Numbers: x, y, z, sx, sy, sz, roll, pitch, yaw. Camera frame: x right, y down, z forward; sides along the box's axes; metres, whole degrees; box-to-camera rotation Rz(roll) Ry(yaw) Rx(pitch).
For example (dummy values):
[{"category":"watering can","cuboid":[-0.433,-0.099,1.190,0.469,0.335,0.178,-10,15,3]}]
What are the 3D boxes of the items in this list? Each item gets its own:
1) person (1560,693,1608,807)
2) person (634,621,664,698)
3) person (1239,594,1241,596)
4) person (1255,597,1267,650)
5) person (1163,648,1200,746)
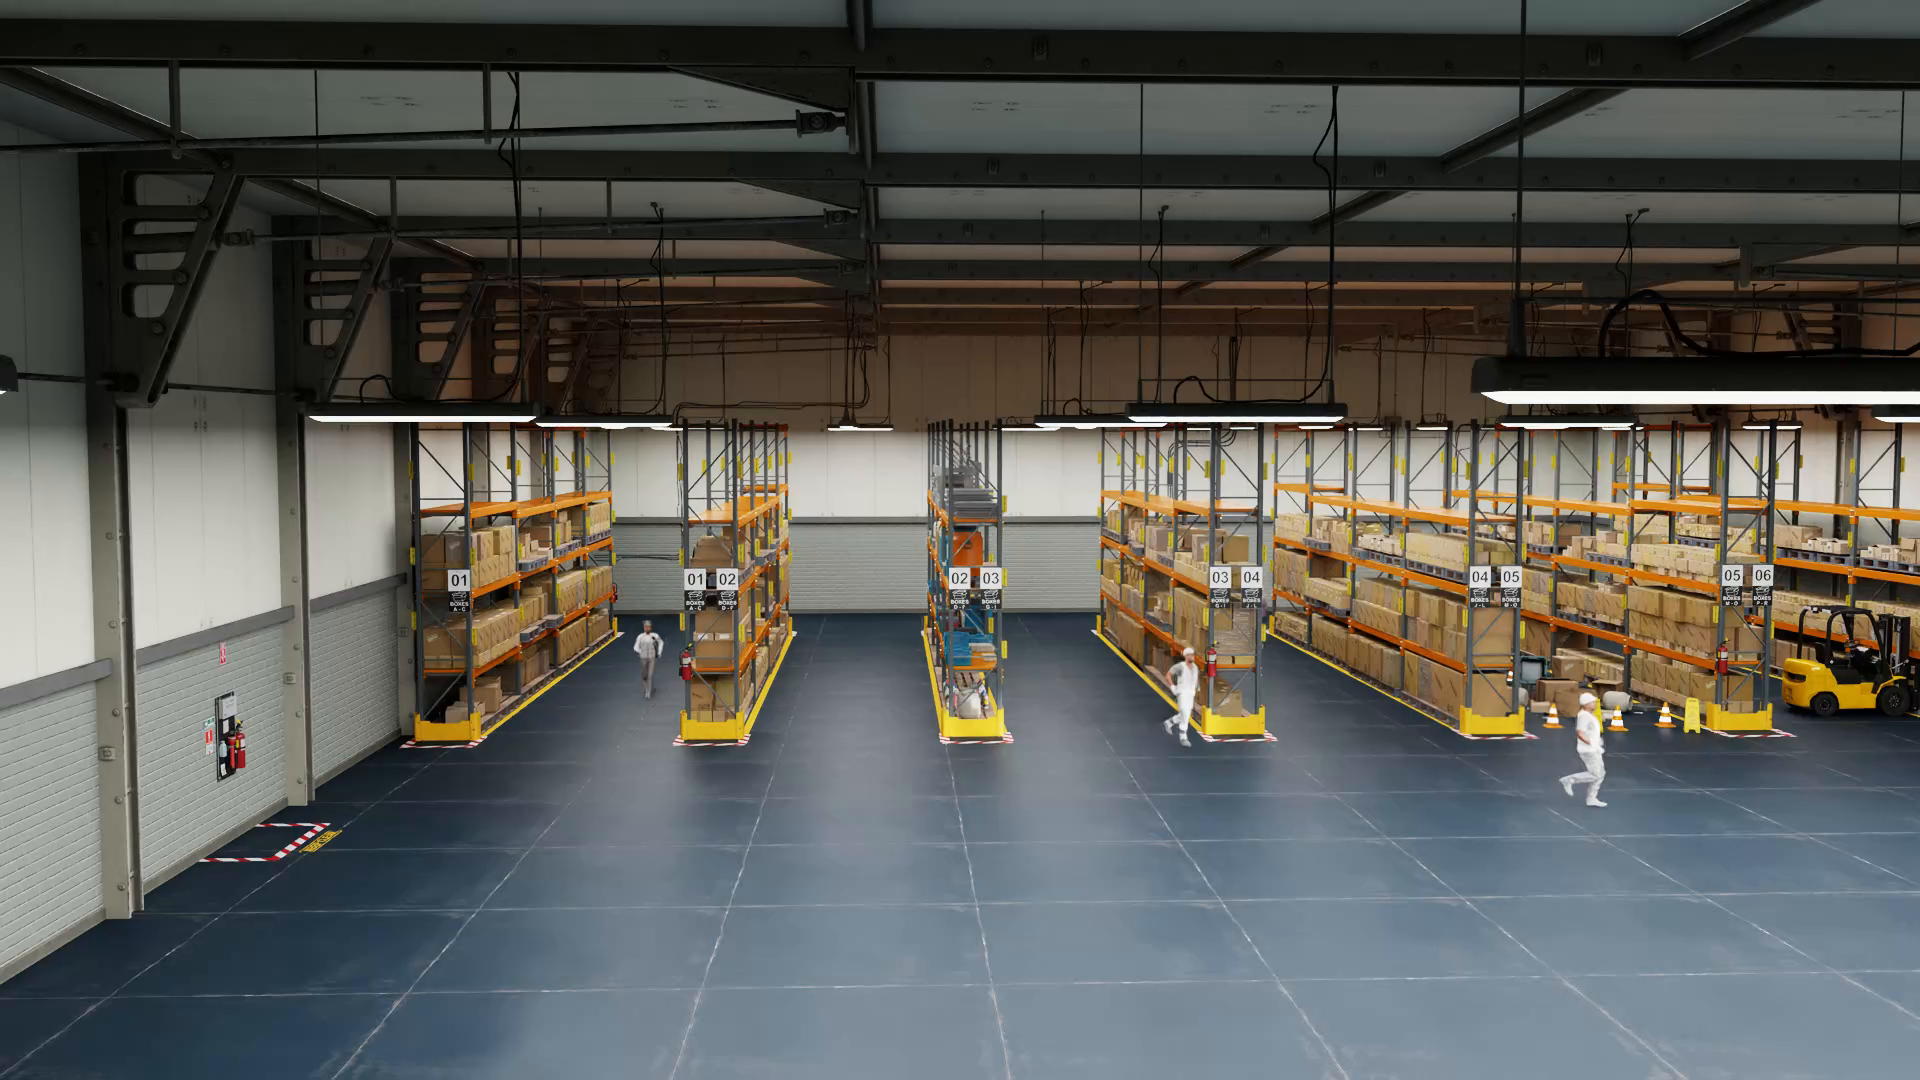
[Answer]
[{"category":"person","cuboid":[9.613,3.218,25.572,0.689,1.743,0.683,2,4,24]},{"category":"person","cuboid":[-6.763,2.571,36.129,0.630,1.656,0.949,0,4,-6]},{"category":"person","cuboid":[7.780,2.050,45.511,0.541,1.542,0.544,0,4,-2]},{"category":"person","cuboid":[7.955,2.094,44.218,0.514,1.639,0.667,0,4,-4]},{"category":"person","cuboid":[4.158,2.883,30.897,0.706,1.771,0.860,-2,4,-34]}]
